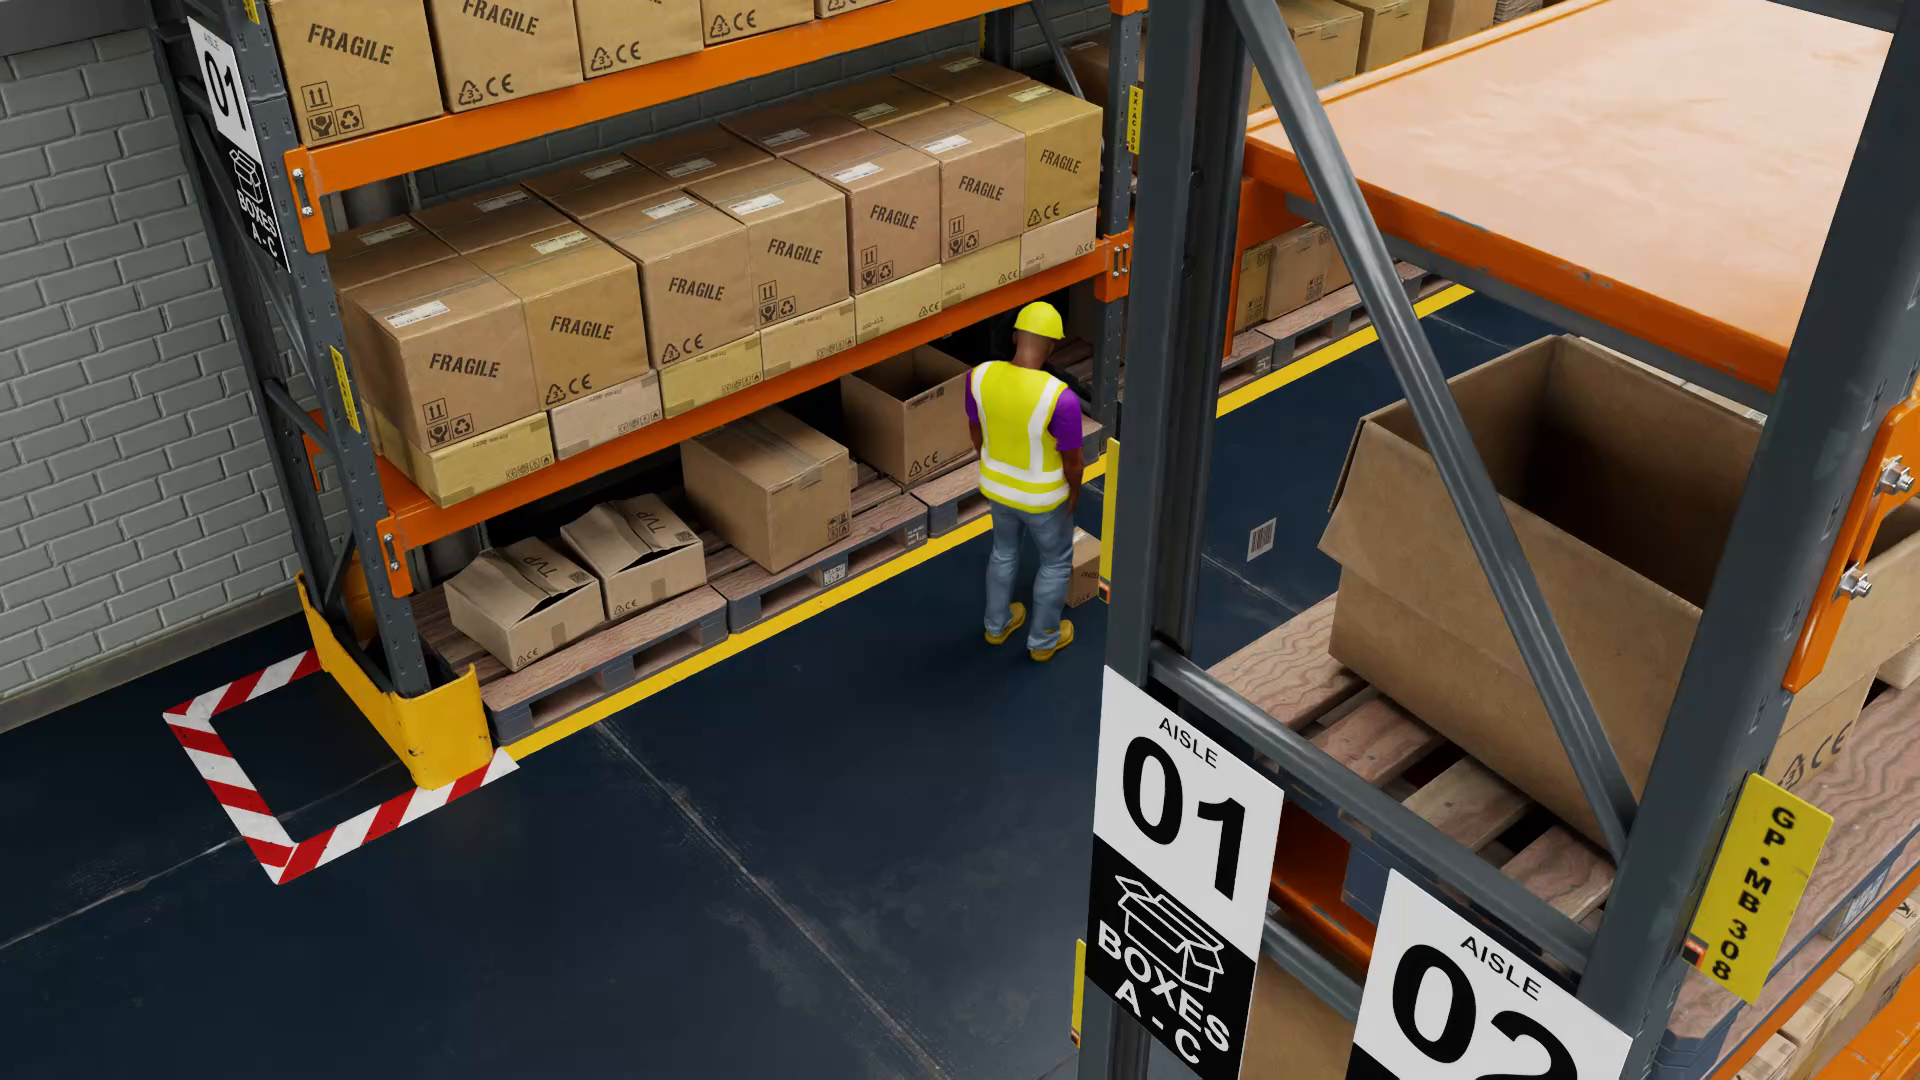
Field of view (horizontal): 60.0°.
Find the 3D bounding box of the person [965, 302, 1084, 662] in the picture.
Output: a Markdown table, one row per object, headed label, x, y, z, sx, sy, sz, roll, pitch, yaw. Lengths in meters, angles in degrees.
| label | x | y | z | sx | sy | sz | roll | pitch | yaw |
| --- | --- | --- | --- | --- | --- | --- | --- | --- | --- |
| person | 0.300 | -0.256 | 7.439 | 0.581 | 1.737 | 0.409 | 22 | 41 | 27 |
